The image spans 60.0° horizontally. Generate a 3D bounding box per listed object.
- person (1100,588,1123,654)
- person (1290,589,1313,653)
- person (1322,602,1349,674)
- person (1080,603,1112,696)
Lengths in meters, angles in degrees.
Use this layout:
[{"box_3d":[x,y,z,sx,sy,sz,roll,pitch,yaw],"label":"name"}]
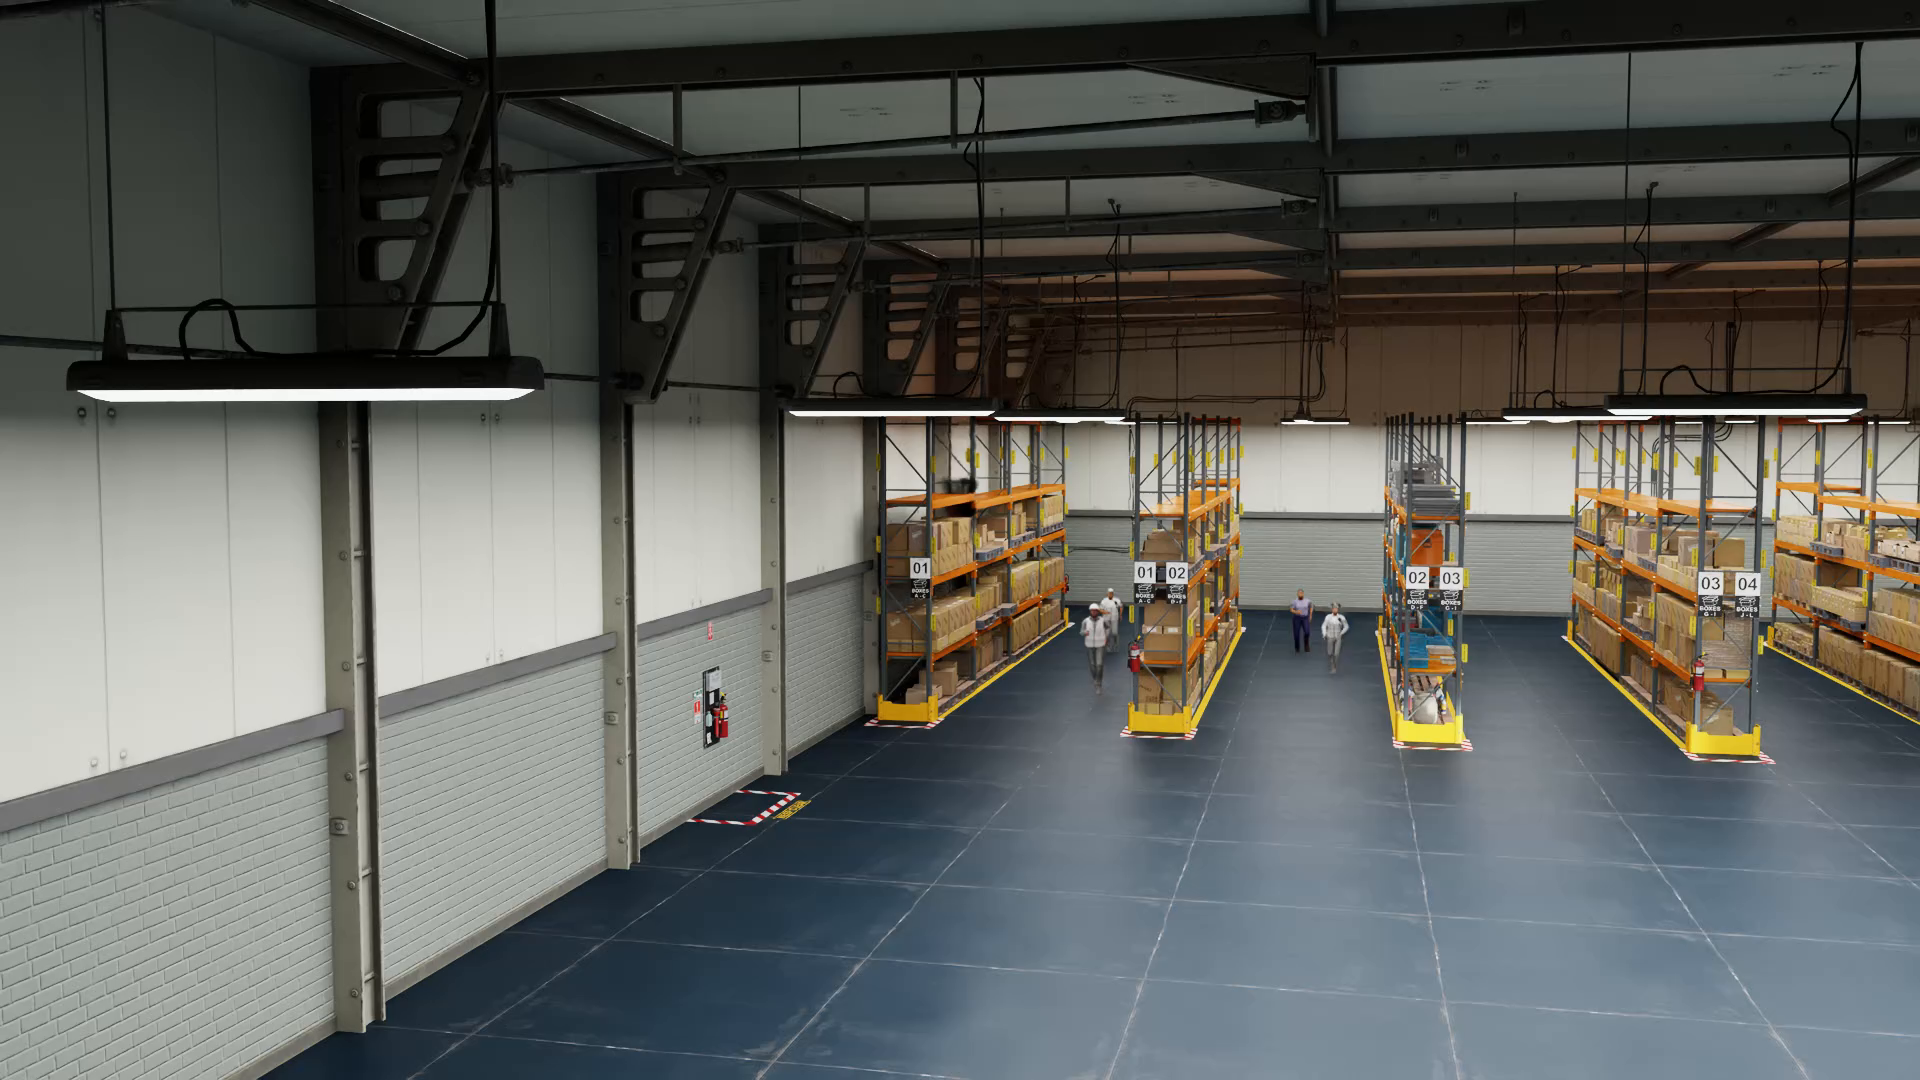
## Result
[{"box_3d":[3.825,2.050,42.073,0.579,1.648,0.643,1,4,8],"label":"person"},{"box_3d":[8.658,2.061,42.124,0.601,1.616,0.648,0,4,5],"label":"person"},{"box_3d":[8.770,2.279,38.887,0.624,1.659,0.551,1,4,19],"label":"person"},{"box_3d":[2.797,2.252,34.468,0.638,1.889,0.758,1,4,14],"label":"person"}]
